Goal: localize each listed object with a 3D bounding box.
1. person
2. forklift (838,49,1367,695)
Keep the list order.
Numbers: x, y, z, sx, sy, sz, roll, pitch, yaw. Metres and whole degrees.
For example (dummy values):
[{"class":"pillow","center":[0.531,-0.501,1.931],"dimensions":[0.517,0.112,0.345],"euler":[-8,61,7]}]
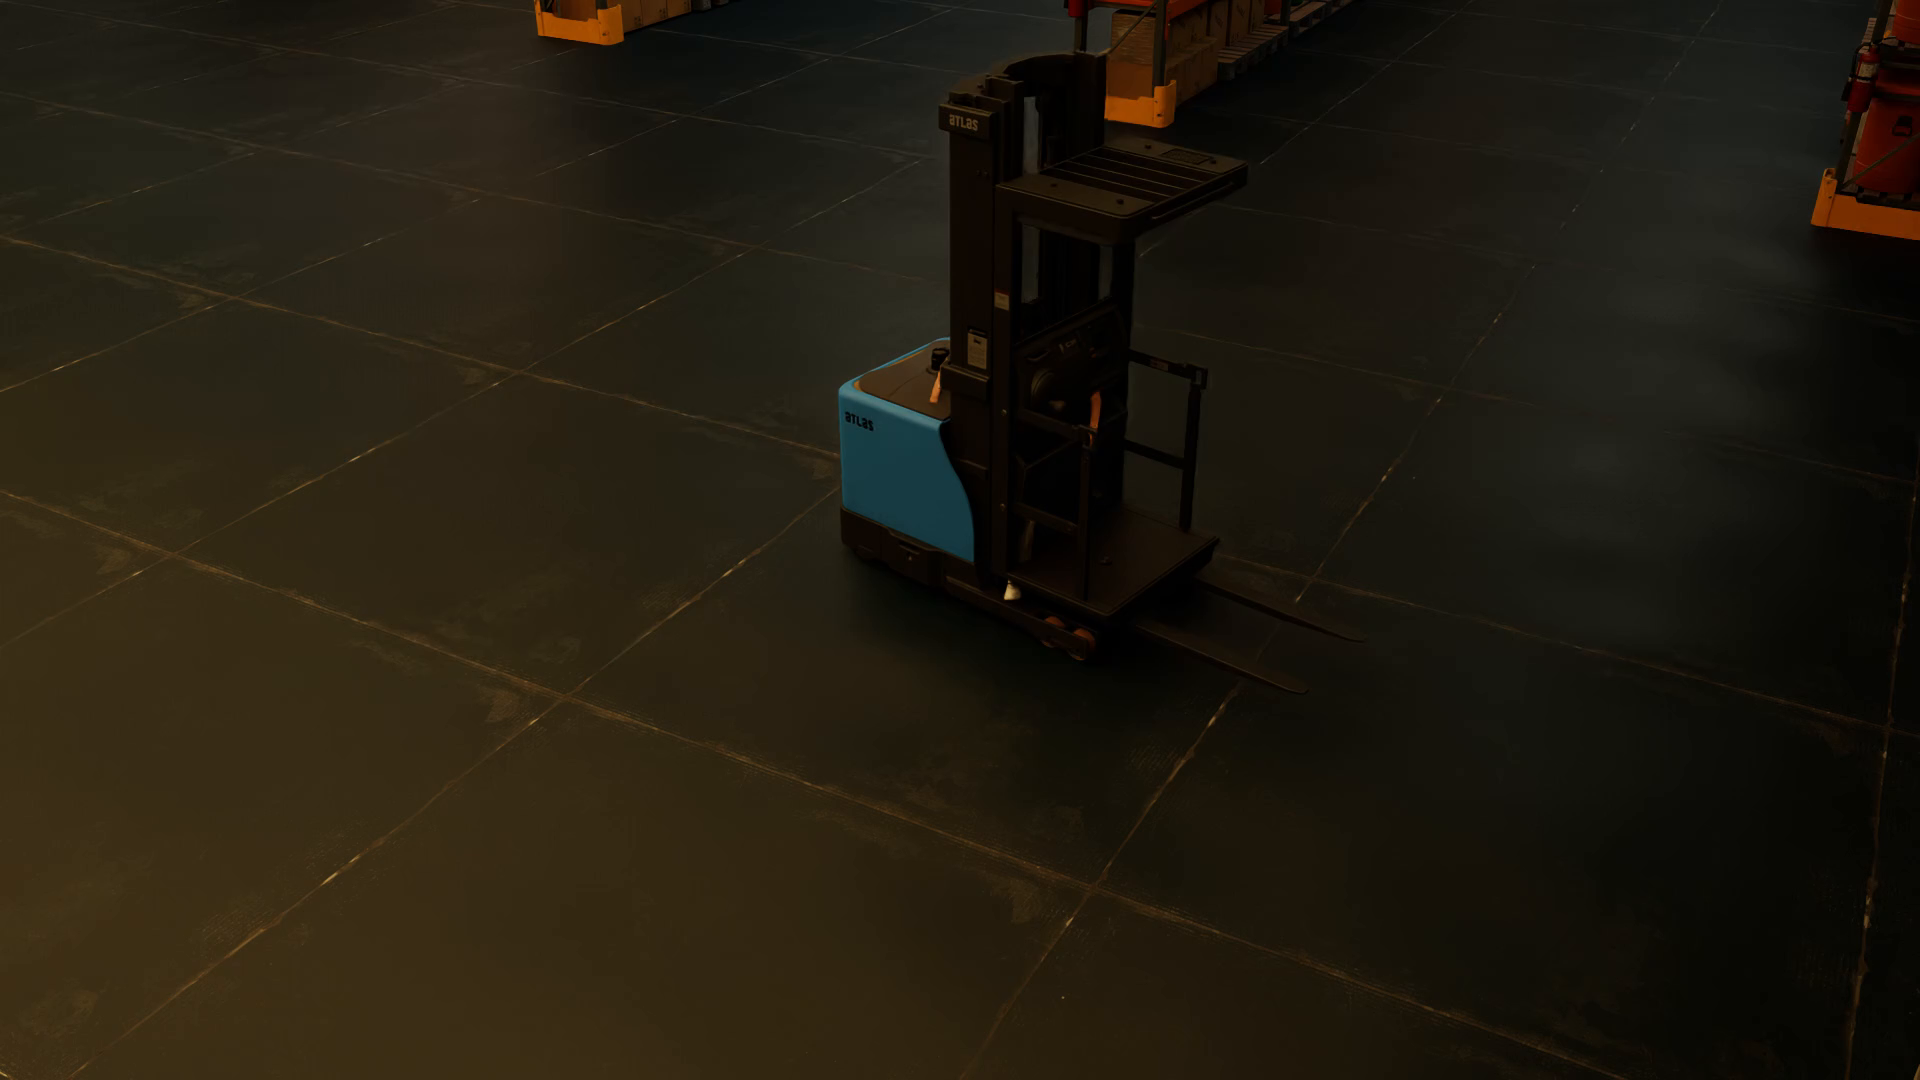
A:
[{"class":"person","center":[0.259,-0.435,9.088],"dimensions":[0.979,1.527,0.878],"euler":[10,31,16]},{"class":"forklift","center":[0.751,-0.924,8.672],"dimensions":[3.031,2.935,1.130],"euler":[23,37,34]}]
